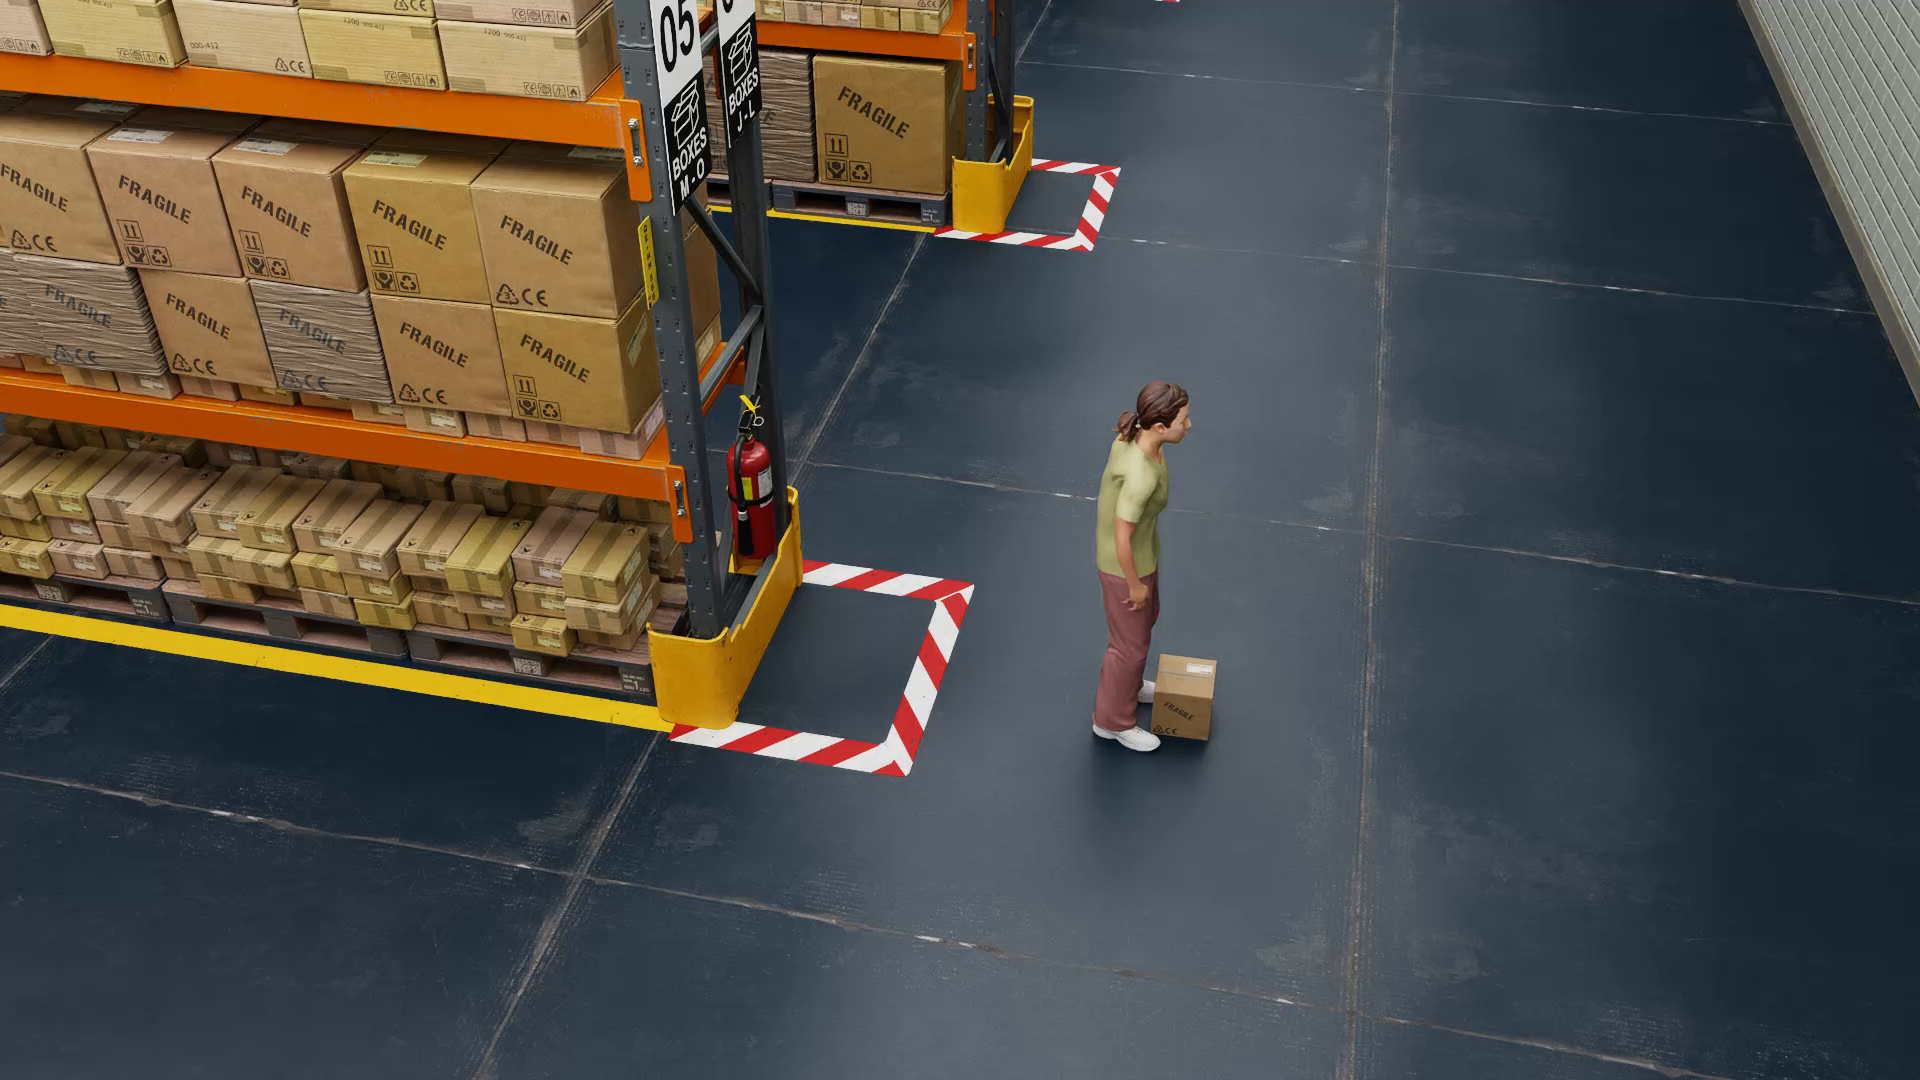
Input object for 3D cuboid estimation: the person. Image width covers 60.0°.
[{"bbox_3d":[0.734,0.082,6.854,0.357,1.673,0.520,6,37,8],"label":"person"}]
